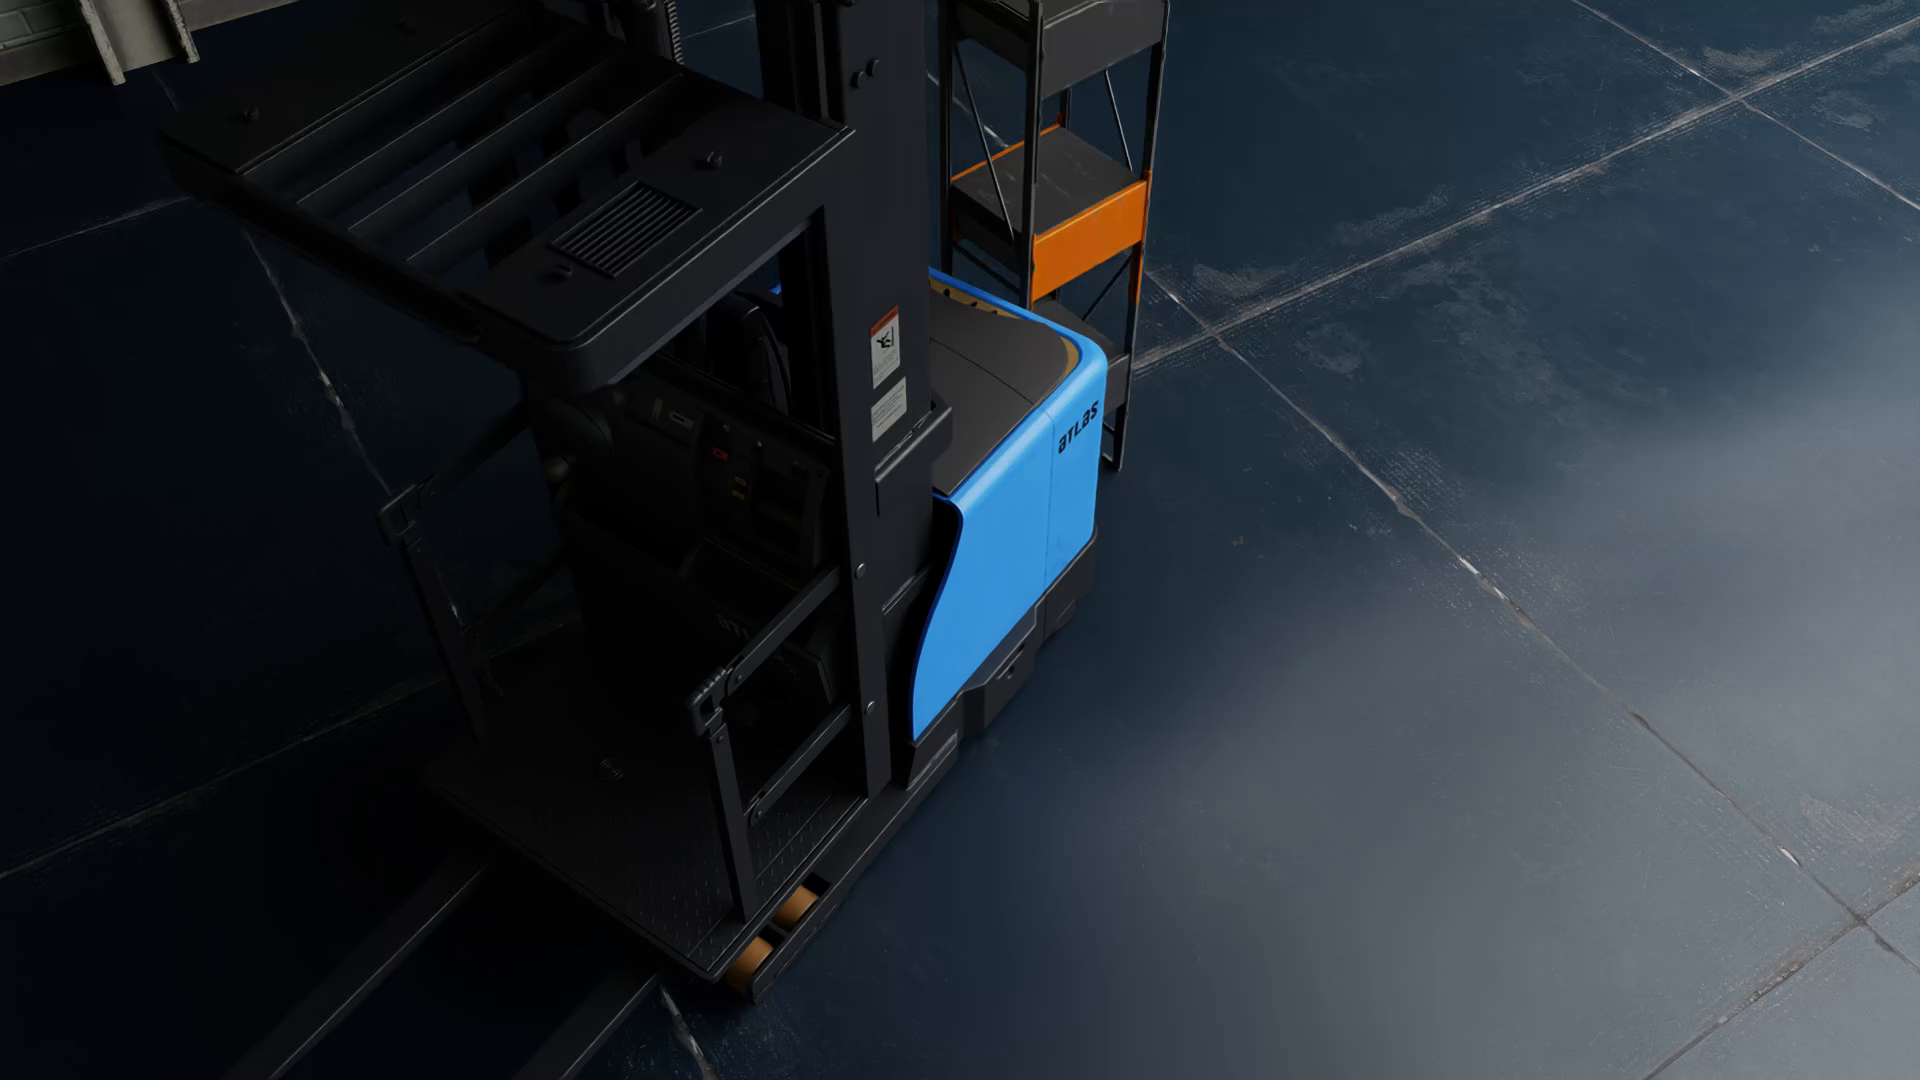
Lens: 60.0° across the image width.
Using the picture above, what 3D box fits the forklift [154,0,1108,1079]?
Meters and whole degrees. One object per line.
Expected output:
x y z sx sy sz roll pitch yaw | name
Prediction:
-0.813 -0.126 3.900 1.130 2.935 3.031 28 54 22 | forklift

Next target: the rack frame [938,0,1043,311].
0.076 -0.829 5.082 0.015 2.100 0.400 -33 56 -26 | rack frame

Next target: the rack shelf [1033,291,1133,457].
0.261 -0.473 5.721 0.480 0.518 0.431 -33 56 -26 | rack shelf

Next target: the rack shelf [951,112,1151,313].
0.261 -0.938 5.198 0.480 0.518 0.431 -33 56 -26 | rack shelf

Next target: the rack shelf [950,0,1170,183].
0.261 -1.404 4.675 0.480 0.518 0.431 -33 56 -26 | rack shelf

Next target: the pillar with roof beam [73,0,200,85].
-1.487 -2.525 1.973 0.400 9.000 9.100 -25 53 -21 | pillar with roof beam

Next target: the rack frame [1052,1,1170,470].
0.446 -1.066 5.293 0.015 2.100 0.400 -33 56 -26 | rack frame

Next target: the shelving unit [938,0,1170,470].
0.261 -0.947 5.188 0.503 2.100 0.431 -33 56 -26 | shelving unit
